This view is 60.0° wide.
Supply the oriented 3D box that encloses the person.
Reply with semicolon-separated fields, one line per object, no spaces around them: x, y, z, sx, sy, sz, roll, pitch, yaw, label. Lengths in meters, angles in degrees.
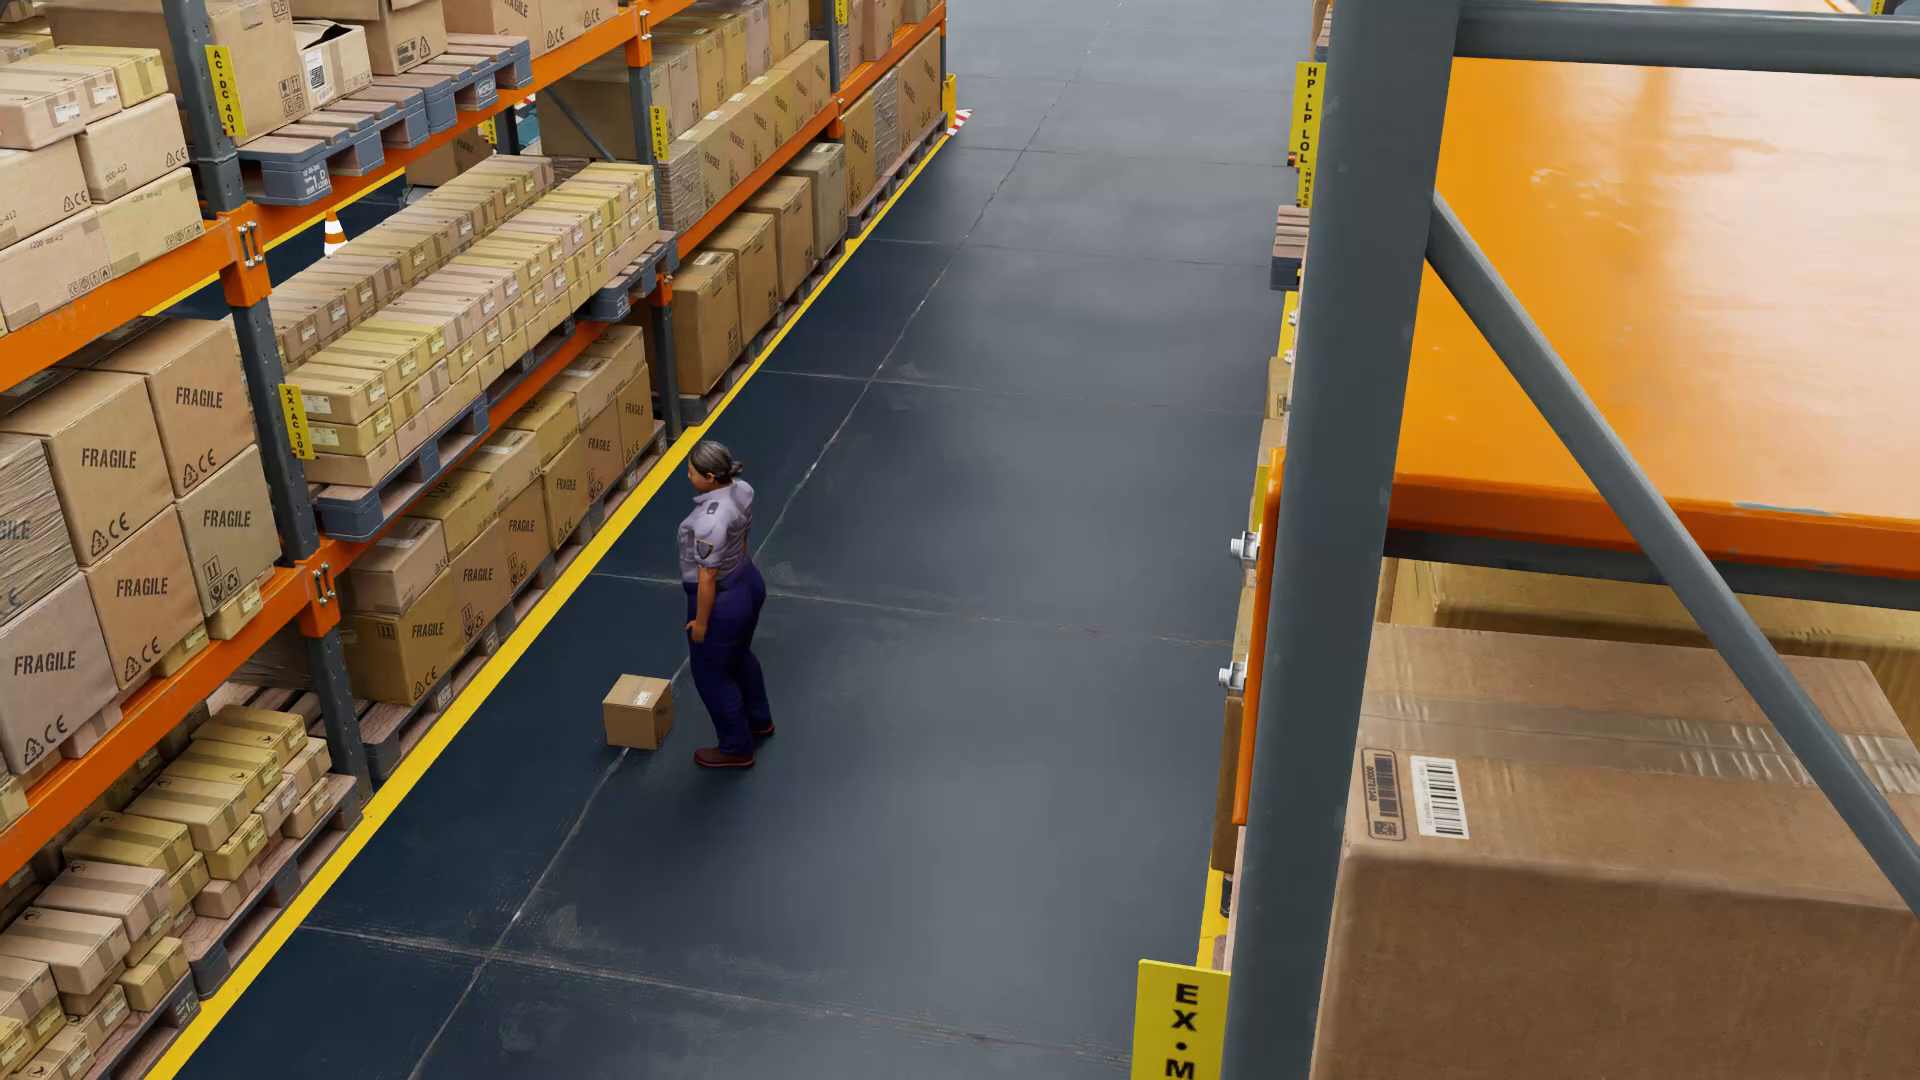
-1.095;0.295;7.629;0.341;1.656;0.470;7;30;12;person
